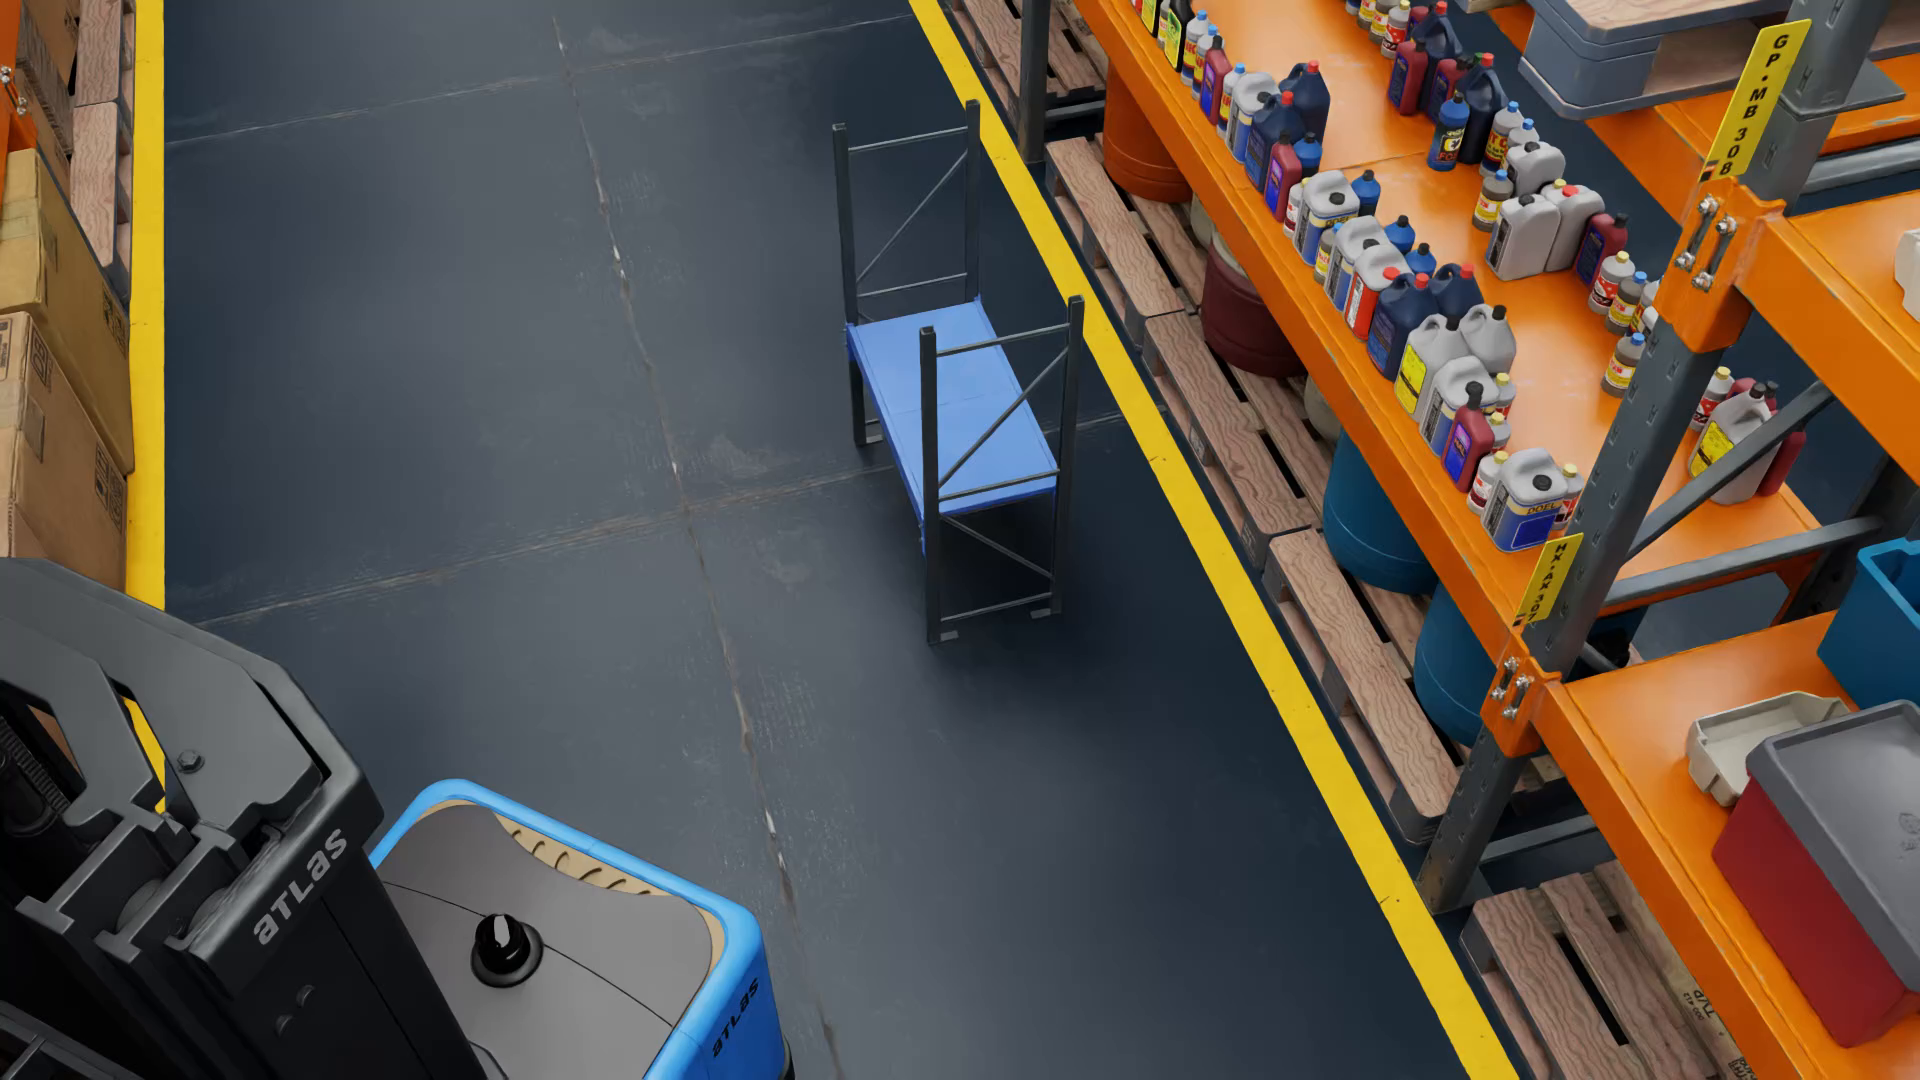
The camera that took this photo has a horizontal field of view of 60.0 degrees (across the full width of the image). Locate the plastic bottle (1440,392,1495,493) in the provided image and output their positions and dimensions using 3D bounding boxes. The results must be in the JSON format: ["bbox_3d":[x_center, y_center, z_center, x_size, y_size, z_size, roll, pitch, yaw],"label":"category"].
[{"bbox_3d":[1.409,-0.270,4.592,0.061,0.283,0.133,-13,51,-11],"label":"plastic bottle"}]

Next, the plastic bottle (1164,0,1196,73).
[{"bbox_3d":[0.783,-1.815,5.894,0.061,0.283,0.133,-13,51,-11],"label":"plastic bottle"}]

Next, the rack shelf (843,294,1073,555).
[{"bbox_3d":[-0.025,-0.430,5.867,0.538,0.185,1.000,-13,51,-11],"label":"rack shelf"}]

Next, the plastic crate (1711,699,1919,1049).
[{"bbox_3d":[1.971,0.734,3.588,0.402,0.464,0.583,-13,51,-11],"label":"plastic crate"}]

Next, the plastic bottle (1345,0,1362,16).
[{"bbox_3d":[1.490,-2.074,6.121,0.097,0.271,0.097,0,50,0],"label":"plastic bottle"}]

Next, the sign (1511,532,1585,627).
[{"bbox_3d":[1.420,0.099,4.023,0.100,0.325,0.005,-13,51,-11],"label":"sign"}]

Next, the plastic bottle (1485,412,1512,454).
[{"bbox_3d":[1.479,-0.275,4.650,0.097,0.201,0.097,0,50,0],"label":"plastic bottle"}]

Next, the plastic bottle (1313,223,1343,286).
[{"bbox_3d":[1.163,-0.897,5.174,0.097,0.201,0.097,0,50,0],"label":"plastic bottle"}]

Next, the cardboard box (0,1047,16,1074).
[{"bbox_3d":[-2.994,1.272,4.331,1.225,0.875,0.875,-13,51,-11],"label":"cardboard box"}]

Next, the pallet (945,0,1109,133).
[{"bbox_3d":[0.571,-2.532,8.246,1.003,0.211,1.213,-13,51,-11],"label":"pallet"}]

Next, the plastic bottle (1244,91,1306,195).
[{"bbox_3d":[1.036,-1.320,5.434,0.144,0.351,0.185,-13,51,-11],"label":"plastic bottle"}]

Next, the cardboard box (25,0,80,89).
[{"bbox_3d":[-4.536,-2.372,7.635,0.700,0.500,0.500,-9,51,-8],"label":"cardboard box"}]

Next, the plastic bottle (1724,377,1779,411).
[{"bbox_3d":[2.206,-0.359,4.667,0.061,0.283,0.133,-13,51,-11],"label":"plastic bottle"}]

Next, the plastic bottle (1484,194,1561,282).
[{"bbox_3d":[1.754,-0.961,5.179,0.152,0.276,0.135,-13,51,-11],"label":"plastic bottle"}]

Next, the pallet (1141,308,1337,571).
[{"bbox_3d":[1.393,-0.501,6.535,1.003,0.211,1.213,-13,51,-11],"label":"pallet"}]

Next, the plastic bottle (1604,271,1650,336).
[{"bbox_3d":[2.028,-0.724,5.028,0.097,0.201,0.097,0,50,0],"label":"plastic bottle"}]

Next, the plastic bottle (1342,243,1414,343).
[{"bbox_3d":[1.264,-0.744,4.997,0.152,0.276,0.135,-13,51,-11],"label":"plastic bottle"}]

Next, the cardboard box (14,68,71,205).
[{"bbox_3d":[-4.185,-1.557,6.948,0.700,0.500,0.500,-16,52,-13],"label":"cardboard box"}]

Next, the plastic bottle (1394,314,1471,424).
[{"bbox_3d":[1.362,-0.516,4.755,0.144,0.351,0.185,-13,51,-11],"label":"plastic bottle"}]

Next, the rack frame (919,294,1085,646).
[{"bbox_3d":[0.125,-0.174,5.416,0.500,1.500,0.032,-13,51,-11],"label":"rack frame"}]

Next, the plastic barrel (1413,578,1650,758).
[{"bbox_3d":[1.801,0.205,5.213,0.600,0.901,0.708,-13,51,-11],"label":"plastic barrel"}]

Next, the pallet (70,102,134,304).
[{"bbox_3d":[-4.198,-1.408,7.299,1.003,0.211,1.213,-13,51,-11],"label":"pallet"}]

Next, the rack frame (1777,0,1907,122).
[{"bbox_3d":[1.946,-1.868,1.939,1.000,3.000,0.127,-13,51,-11],"label":"rack frame"}]

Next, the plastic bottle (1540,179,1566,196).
[{"bbox_3d":[1.891,-1.062,5.313,0.097,0.201,0.097,0,50,0],"label":"plastic bottle"}]

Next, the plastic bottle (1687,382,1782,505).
[{"bbox_3d":[2.140,-0.278,4.555,0.144,0.351,0.185,-13,51,-11],"label":"plastic bottle"}]

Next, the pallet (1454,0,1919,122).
[{"bbox_3d":[1.621,-1.391,3.622,1.213,0.211,1.003,-13,51,-11],"label":"pallet"}]

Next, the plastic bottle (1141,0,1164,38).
[{"bbox_3d":[0.715,-1.983,6.036,0.061,0.283,0.133,-13,51,-11],"label":"plastic bottle"}]

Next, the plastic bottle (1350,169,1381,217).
[{"bbox_3d":[1.269,-1.052,5.259,0.097,0.271,0.097,0,50,0],"label":"plastic bottle"}]

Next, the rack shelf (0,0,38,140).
[{"bbox_3d":[-4.560,-2.965,7.258,1.077,0.370,4.000,-13,51,-11],"label":"rack shelf"}]

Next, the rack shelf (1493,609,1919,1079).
[{"bbox_3d":[2.538,1.758,3.276,1.077,0.370,4.000,-13,51,-11],"label":"rack shelf"}]

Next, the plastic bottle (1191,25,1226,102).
[{"bbox_3d":[0.864,-1.659,5.771,0.097,0.271,0.097,0,50,0],"label":"plastic bottle"}]

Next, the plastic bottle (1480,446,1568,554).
[{"bbox_3d":[1.521,-0.109,4.461,0.152,0.276,0.135,-13,51,-11],"label":"plastic bottle"}]

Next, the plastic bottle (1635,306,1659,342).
[{"bbox_3d":[2.065,-0.586,4.863,0.152,0.276,0.135,-13,51,-11],"label":"plastic bottle"}]

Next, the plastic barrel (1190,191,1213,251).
[{"bbox_3d":[1.177,-1.444,6.858,0.421,0.512,0.421,0,50,0],"label":"plastic barrel"}]

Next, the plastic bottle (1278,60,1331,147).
[{"bbox_3d":[1.141,-1.453,5.545,0.144,0.351,0.185,-13,51,-11],"label":"plastic bottle"}]

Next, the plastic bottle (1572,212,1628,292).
[{"bbox_3d":[1.983,-0.910,5.131,0.061,0.283,0.133,-13,51,-11],"label":"plastic bottle"}]

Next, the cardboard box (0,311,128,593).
[{"bbox_3d":[-3.528,-0.025,5.424,1.225,0.875,0.875,-13,51,-11],"label":"cardboard box"}]

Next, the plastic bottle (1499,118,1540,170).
[{"bbox_3d":[1.823,-1.254,5.429,0.097,0.271,0.097,0,50,0],"label":"plastic bottle"}]

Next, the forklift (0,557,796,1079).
[{"bbox_3d":[-1.569,1.525,3.047,1.130,2.935,3.031,20,53,16],"label":"forklift"}]

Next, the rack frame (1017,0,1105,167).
[{"bbox_3d":[0.763,-2.856,6.696,1.000,3.000,0.127,-13,51,-11],"label":"rack frame"}]

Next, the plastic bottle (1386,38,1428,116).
[{"bbox_3d":[1.545,-1.617,5.728,0.061,0.283,0.133,-13,51,-11],"label":"plastic bottle"}]

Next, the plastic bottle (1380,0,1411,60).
[{"bbox_3d":[1.577,-1.838,5.968,0.097,0.201,0.097,0,50,0],"label":"plastic bottle"}]

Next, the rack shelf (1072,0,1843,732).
[{"bbox_3d":[1.355,-1.163,5.739,1.077,0.370,4.000,-13,51,-11],"label":"rack shelf"}]

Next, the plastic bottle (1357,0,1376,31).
[{"bbox_3d":[1.519,-1.980,6.088,0.097,0.201,0.097,0,50,0],"label":"plastic bottle"}]

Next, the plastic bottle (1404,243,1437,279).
[{"bbox_3d":[1.377,-0.785,5.034,0.097,0.271,0.097,0,50,0],"label":"plastic bottle"}]

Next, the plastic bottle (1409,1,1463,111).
[{"bbox_3d":[1.636,-1.681,5.737,0.144,0.351,0.185,-13,51,-11],"label":"plastic bottle"}]

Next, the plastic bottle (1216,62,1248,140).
[{"bbox_3d":[0.932,-1.491,5.629,0.097,0.271,0.097,0,50,0],"label":"plastic bottle"}]

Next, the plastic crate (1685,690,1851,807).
[{"bbox_3d":[1.947,0.503,3.997,0.396,0.136,0.243,-13,51,-11],"label":"plastic crate"}]

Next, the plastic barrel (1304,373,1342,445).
[{"bbox_3d":[1.510,-0.619,6.162,0.421,0.512,0.421,0,50,0],"label":"plastic barrel"}]

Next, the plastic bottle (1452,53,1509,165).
[{"bbox_3d":[1.730,-1.448,5.541,0.144,0.351,0.185,-13,51,-11],"label":"plastic bottle"}]

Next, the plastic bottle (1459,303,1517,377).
[{"bbox_3d":[1.499,-0.549,4.783,0.144,0.351,0.185,-13,51,-11],"label":"plastic bottle"}]

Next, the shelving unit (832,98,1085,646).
[{"bbox_3d":[-0.025,-0.546,5.729,0.538,1.500,1.048,-13,51,-11],"label":"shelving unit"}]

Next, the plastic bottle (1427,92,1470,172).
[{"bbox_3d":[1.627,-1.363,5.522,0.097,0.271,0.097,0,50,0],"label":"plastic bottle"}]

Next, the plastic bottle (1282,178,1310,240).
[{"bbox_3d":[1.095,-1.067,5.317,0.097,0.201,0.097,0,50,0],"label":"plastic bottle"}]
